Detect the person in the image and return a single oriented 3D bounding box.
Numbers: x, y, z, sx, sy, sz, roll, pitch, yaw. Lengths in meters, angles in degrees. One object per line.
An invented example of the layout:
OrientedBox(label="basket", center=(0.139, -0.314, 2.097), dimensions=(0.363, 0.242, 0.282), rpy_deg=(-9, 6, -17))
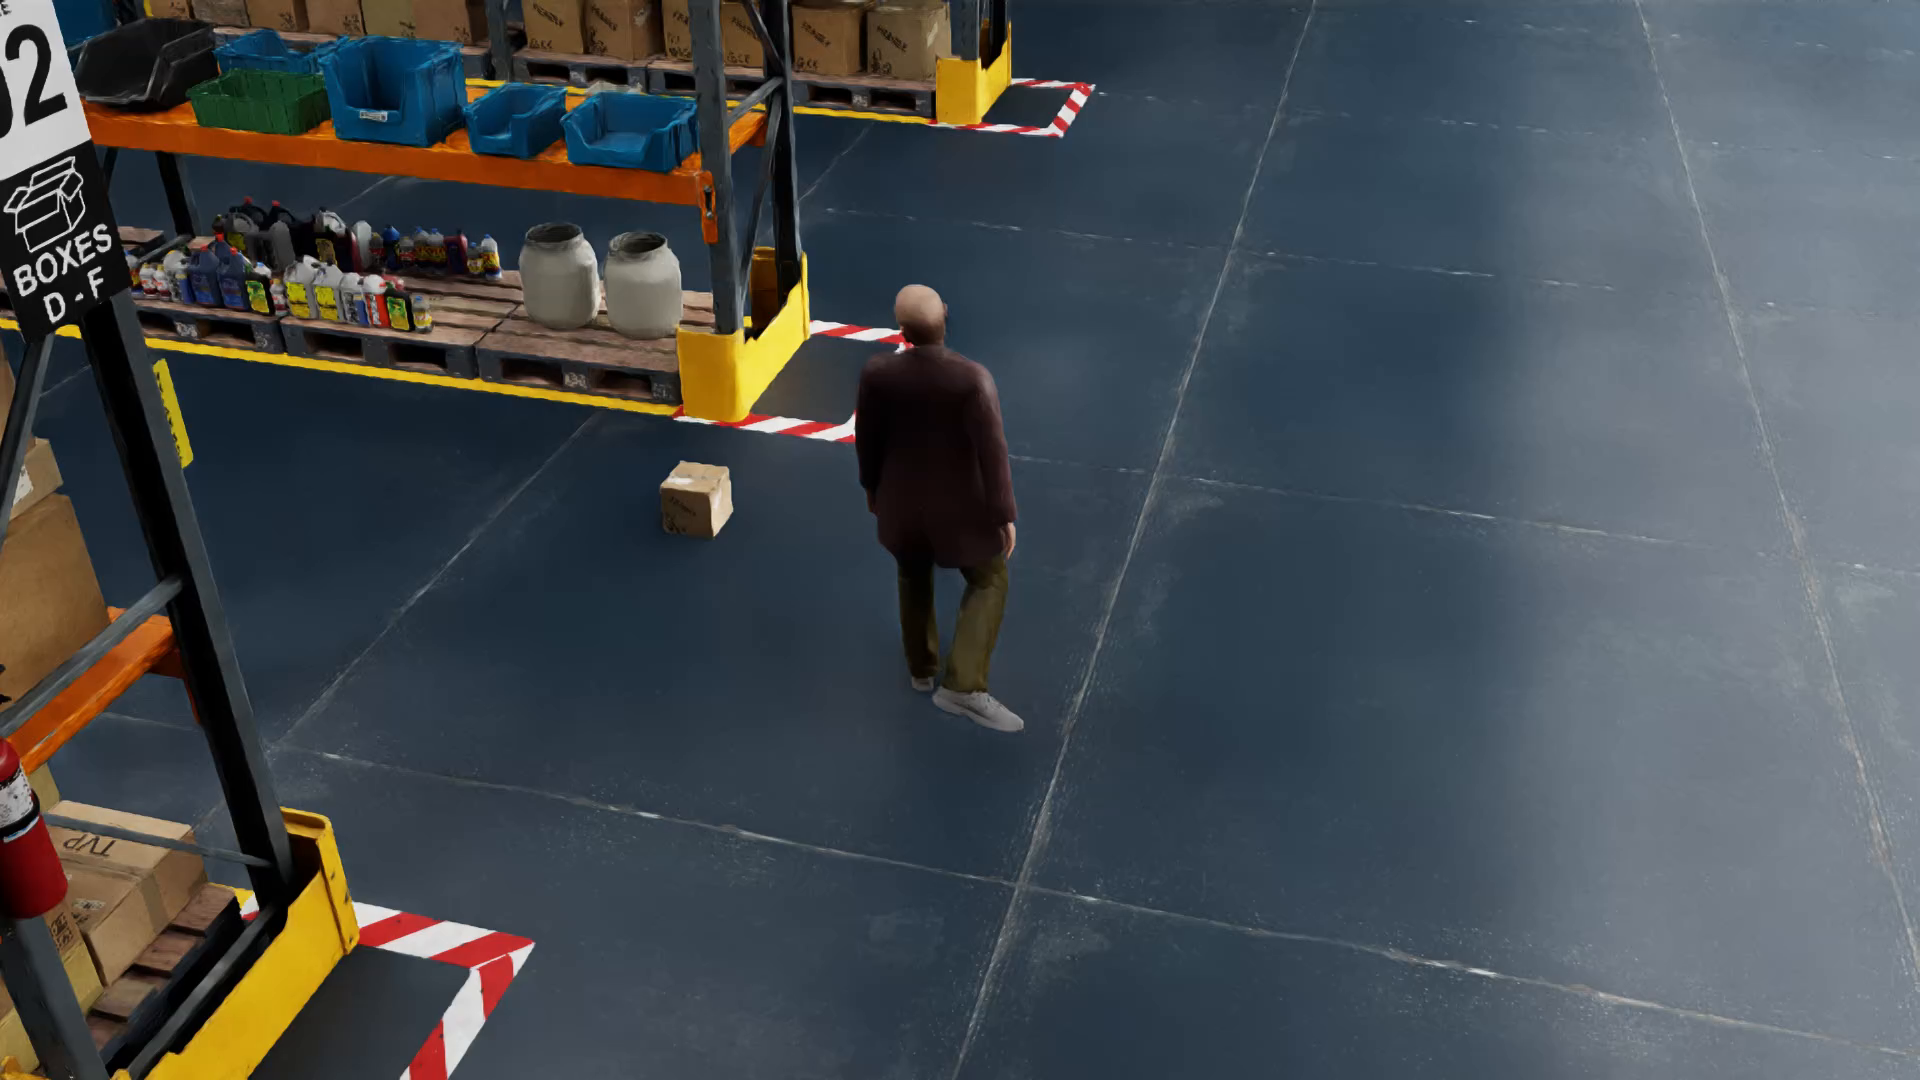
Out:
OrientedBox(label="person", center=(-0.052, -0.002, 6.397), dimensions=(0.787, 1.514, 0.661), rpy_deg=(10, 34, 15))
